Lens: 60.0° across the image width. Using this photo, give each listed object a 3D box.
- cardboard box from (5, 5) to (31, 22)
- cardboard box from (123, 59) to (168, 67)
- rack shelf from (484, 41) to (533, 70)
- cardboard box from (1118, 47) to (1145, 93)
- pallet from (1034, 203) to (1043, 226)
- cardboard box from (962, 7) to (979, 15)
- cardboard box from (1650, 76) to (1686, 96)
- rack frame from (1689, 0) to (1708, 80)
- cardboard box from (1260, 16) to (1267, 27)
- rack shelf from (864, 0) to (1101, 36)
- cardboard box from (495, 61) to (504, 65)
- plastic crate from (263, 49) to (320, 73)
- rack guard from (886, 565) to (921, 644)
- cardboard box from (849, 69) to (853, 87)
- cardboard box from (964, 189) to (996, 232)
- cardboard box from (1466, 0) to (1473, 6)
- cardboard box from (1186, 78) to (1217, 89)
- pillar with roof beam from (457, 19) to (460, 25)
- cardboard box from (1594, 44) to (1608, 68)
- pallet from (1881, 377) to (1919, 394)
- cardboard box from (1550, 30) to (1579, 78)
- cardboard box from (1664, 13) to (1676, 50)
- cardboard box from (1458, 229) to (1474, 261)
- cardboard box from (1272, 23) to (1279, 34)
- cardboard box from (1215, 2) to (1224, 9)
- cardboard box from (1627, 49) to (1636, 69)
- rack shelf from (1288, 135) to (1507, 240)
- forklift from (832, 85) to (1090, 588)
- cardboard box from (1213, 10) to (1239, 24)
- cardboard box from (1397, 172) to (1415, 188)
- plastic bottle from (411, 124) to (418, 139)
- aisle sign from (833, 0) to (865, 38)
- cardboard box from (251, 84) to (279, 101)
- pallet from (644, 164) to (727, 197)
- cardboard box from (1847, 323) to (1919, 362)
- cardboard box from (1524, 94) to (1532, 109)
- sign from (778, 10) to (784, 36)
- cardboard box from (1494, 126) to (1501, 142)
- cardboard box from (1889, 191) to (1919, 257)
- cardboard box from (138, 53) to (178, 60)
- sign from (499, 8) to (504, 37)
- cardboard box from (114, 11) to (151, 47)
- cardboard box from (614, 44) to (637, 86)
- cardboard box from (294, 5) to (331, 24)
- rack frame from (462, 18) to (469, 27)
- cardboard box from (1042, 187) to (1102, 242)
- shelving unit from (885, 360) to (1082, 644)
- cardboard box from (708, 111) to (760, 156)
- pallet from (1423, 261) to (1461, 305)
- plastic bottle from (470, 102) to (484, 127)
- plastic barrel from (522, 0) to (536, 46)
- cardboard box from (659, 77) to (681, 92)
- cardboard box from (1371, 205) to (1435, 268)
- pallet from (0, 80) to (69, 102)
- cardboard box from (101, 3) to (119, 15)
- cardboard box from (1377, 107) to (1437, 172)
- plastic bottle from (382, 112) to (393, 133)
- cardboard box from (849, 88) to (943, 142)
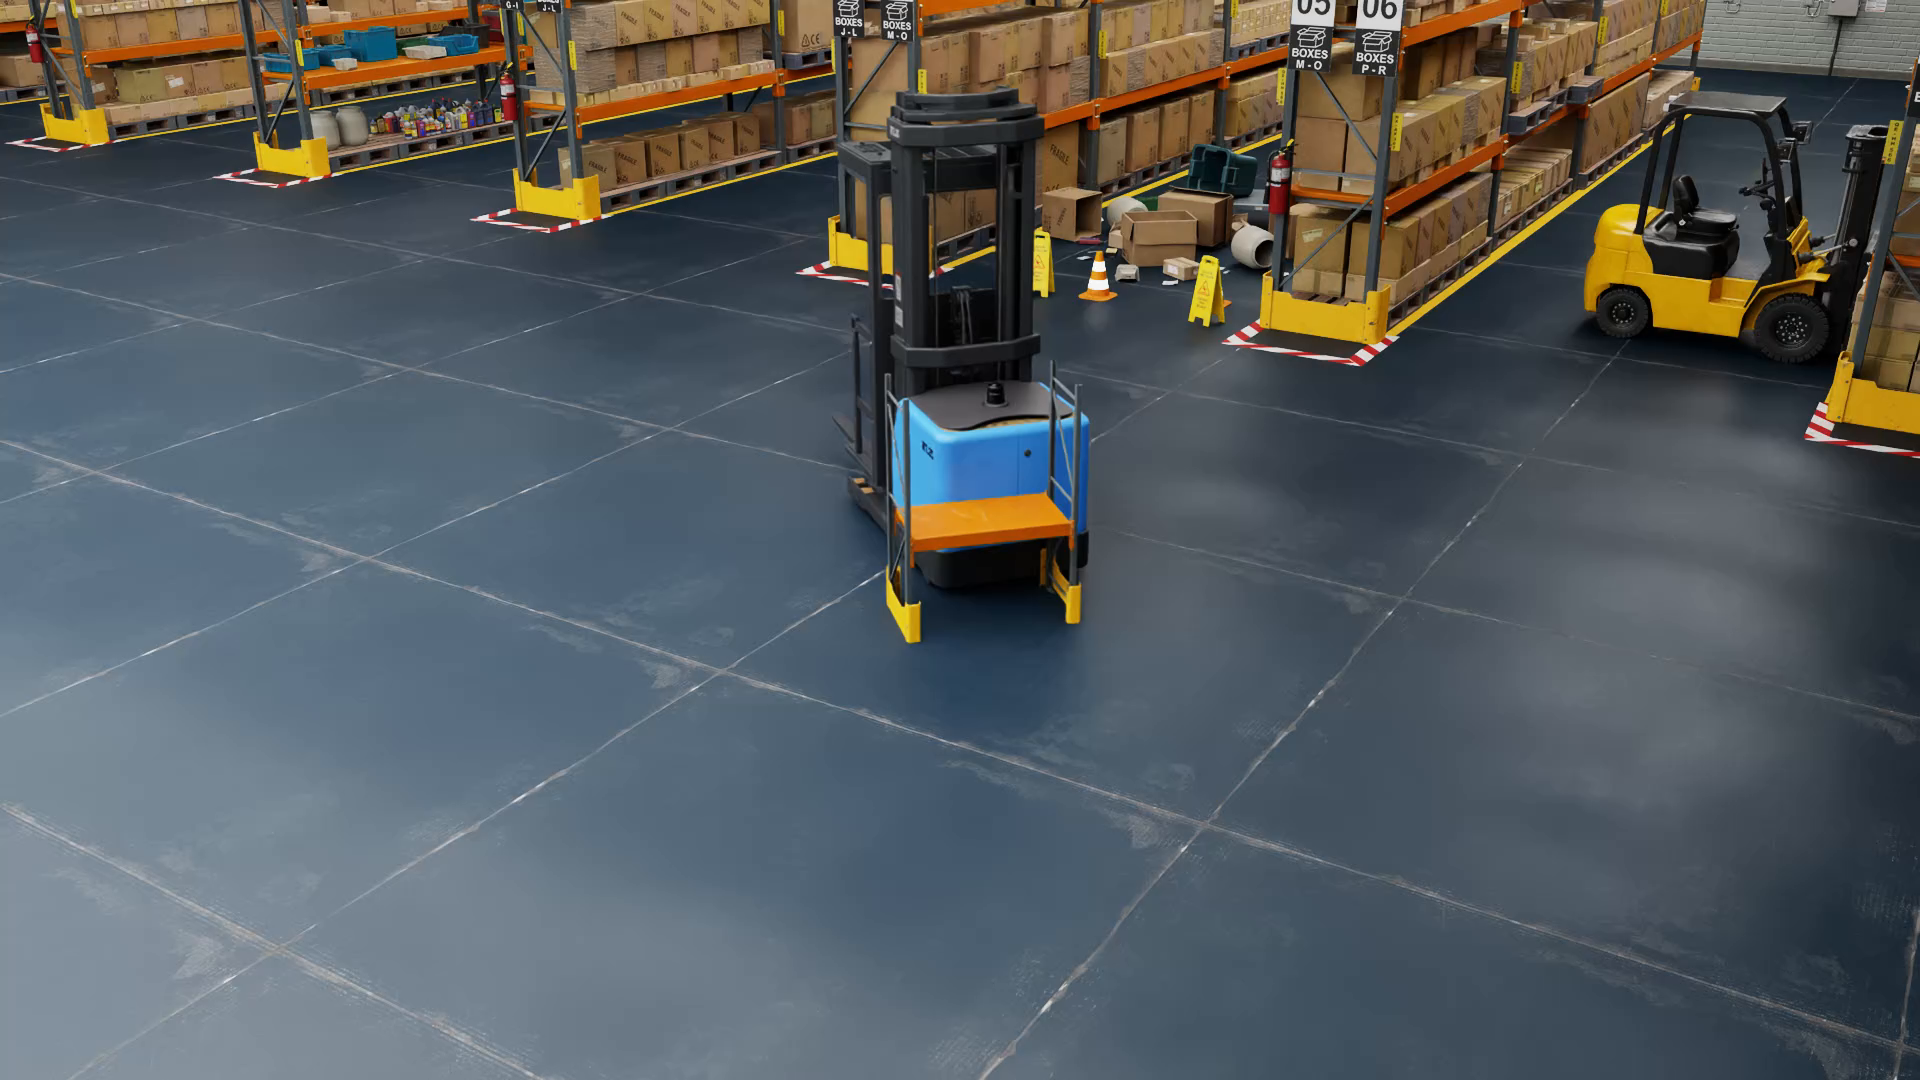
[{"bbox_3d":[-16.309,-9.083,28.620,0.500,0.250,0.500,14,27,29],"label":"cardboard box"},{"bbox_3d":[-12.884,-7.348,26.436,0.500,0.500,0.500,14,27,29],"label":"cardboard box"},{"bbox_3d":[-6.058,-8.144,27.193,1.077,0.370,4.000,14,27,29],"label":"rack shelf"},{"bbox_3d":[2.027,-6.026,21.268,0.500,0.500,0.500,14,27,29],"label":"cardboard box"},{"bbox_3d":[0.787,-4.168,20.613,1.003,0.211,1.213,14,27,29],"label":"pallet"},{"bbox_3d":[-0.038,-8.439,26.843,0.500,0.500,0.500,13,27,28],"label":"cardboard box"},{"bbox_3d":[11.105,-7.198,26.797,0.875,0.438,0.875,15,27,30],"label":"cardboard box"},{"bbox_3d":[11.844,-8.735,27.652,1.000,3.000,0.127,14,27,29],"label":"rack frame"},{"bbox_3d":[4.335,-7.725,24.732,0.380,0.149,0.250,14,27,29],"label":"cardboard box"},{"bbox_3d":[0.200,-6.060,18.601,1.077,0.370,4.000,14,27,29],"label":"rack shelf"},{"bbox_3d":[-8.727,-9.337,31.636,0.500,0.500,0.500,15,28,31],"label":"cardboard box"},{"bbox_3d":[-9.213,-6.613,22.937,0.499,0.251,0.616,14,27,29],"label":"plastic crate"},{"bbox_3d":[-0.342,0.384,10.048,0.087,0.250,0.587,-6,24,-14],"label":"rack guard"},{"bbox_3d":[-1.395,-7.097,25.517,0.500,0.250,0.500,17,29,35],"label":"cardboard box"},{"bbox_3d":[-0.091,-4.096,19.082,0.875,0.875,0.875,13,27,28],"label":"cardboard box"},{"bbox_3d":[4.843,-5.362,16.400,0.380,0.149,0.250,15,27,30],"label":"cardboard box"},{"bbox_3d":[3.503,-6.714,24.657,0.500,0.250,0.500,13,27,28],"label":"cardboard box"},{"bbox_3d":[-8.018,-14.844,34.213,9.100,9.000,0.400,14,27,29],"label":"pillar with roof beam"},{"bbox_3d":[8.101,-6.315,21.621,0.500,0.250,0.500,14,27,29],"label":"cardboard box"},{"bbox_3d":[7.990,-1.283,13.948,1.003,0.211,1.213,14,27,29],"label":"pallet"},{"bbox_3d":[7.091,-5.851,19.961,0.500,0.500,0.500,12,26,25],"label":"cardboard box"},{"bbox_3d":[10.473,-7.703,25.143,0.500,0.500,0.500,14,27,29],"label":"cardboard box"},{"bbox_3d":[5.158,-3.178,17.748,0.500,0.250,0.500,13,27,28],"label":"cardboard box"},{"bbox_3d":[4.609,-7.760,25.187,0.380,0.149,0.250,13,27,27],"label":"cardboard box"},{"bbox_3d":[3.776,-7.994,24.979,0.380,0.149,0.250,14,27,29],"label":"cardboard box"},{"bbox_3d":[9.159,-6.774,23.311,0.500,0.250,0.500,13,27,28],"label":"cardboard box"},{"bbox_3d":[4.459,-3.680,16.880,1.077,0.370,4.000,14,27,29],"label":"rack shelf"},{"bbox_3d":[-0.160,-1.602,11.262,1.130,2.935,3.031,-8,25,-18],"label":"forklift"},{"bbox_3d":[3.776,-7.505,23.850,0.380,0.149,0.250,14,27,29],"label":"cardboard box"},{"bbox_3d":[4.089,-3.452,15.764,0.380,0.149,0.250,13,27,27],"label":"cardboard box"},{"bbox_3d":[-7.948,-5.949,24.184,0.097,0.201,0.097,0,23,0],"label":"plastic bottle"},{"bbox_3d":[-1.147,-5.570,17.069,0.394,0.787,0.004,14,27,29],"label":"aisle sign"},{"bbox_3d":[-11.651,-7.401,27.502,0.500,0.250,0.500,14,27,29],"label":"cardboard box"},{"bbox_3d":[-3.872,-4.834,22.152,1.003,0.211,1.213,14,27,29],"label":"pallet"},{"bbox_3d":[7.614,-1.686,13.672,0.500,0.250,0.500,13,27,28],"label":"cardboard box"},{"bbox_3d":[6.213,-4.965,18.731,0.380,0.149,0.250,14,27,30],"label":"cardboard box"},{"bbox_3d":[-2.440,-7.048,22.665,0.100,0.325,0.005,14,27,29],"label":"sign"},{"bbox_3d":[5.603,-4.397,17.948,0.380,0.149,0.250,14,27,28],"label":"cardboard box"},{"bbox_3d":[7.659,-2.563,13.269,0.500,0.500,0.500,13,27,28],"label":"cardboard box"},{"bbox_3d":[-15.156,-9.182,31.278,0.700,0.500,0.500,15,28,31],"label":"cardboard box"},{"bbox_3d":[-5.476,-6.211,19.966,0.100,0.325,0.005,14,27,29],"label":"sign"},{"bbox_3d":[-12.899,-7.868,25.523,0.700,0.500,0.500,15,27,30],"label":"cardboard box"},{"bbox_3d":[-4.540,-5.968,20.759,0.875,0.500,0.500,14,27,29],"label":"cardboard box"},{"bbox_3d":[-11.097,-8.945,28.327,0.500,0.250,0.500,16,28,32],"label":"cardboard box"},{"bbox_3d":[-11.310,-12.576,36.524,1.000,3.000,0.127,14,27,29],"label":"rack frame"},{"bbox_3d":[1.308,-3.803,19.403,0.500,0.500,0.500,20,30,38],"label":"cardboard box"},{"bbox_3d":[4.062,-3.217,16.416,12.386,1.800,12.335,-6,24,-14],"label":"shelving unit"},{"bbox_3d":[-3.150,-5.681,23.214,0.500,0.500,0.500,13,27,27],"label":"cardboard box"},{"bbox_3d":[4.547,-2.758,17.355,1.003,0.211,1.213,14,27,29],"label":"pallet"},{"bbox_3d":[-7.309,-6.443,25.139,0.144,0.351,0.185,12,26,26],"label":"plastic bottle"},{"bbox_3d":[-6.652,-8.097,25.546,0.600,0.901,0.708,14,27,29],"label":"plastic barrel"},{"bbox_3d":[-3.789,-5.828,21.254,0.380,0.149,0.250,14,27,29],"label":"cardboard box"},{"bbox_3d":[4.348,-3.010,16.415,0.500,0.500,0.500,13,26,27],"label":"cardboard box"},{"bbox_3d":[-16.497,-7.949,29.345,1.003,0.211,1.213,14,27,29],"label":"pallet"},{"bbox_3d":[-12.903,-8.009,25.033,0.380,0.149,0.250,13,27,28],"label":"cardboard box"},{"bbox_3d":[4.160,-3.794,15.739,0.500,0.500,0.500,15,27,31],"label":"cardboard box"},{"bbox_3d":[-8.471,-6.193,24.654,0.152,0.276,0.135,14,27,29],"label":"plastic bottle"},{"bbox_3d":[-0.698,-4.542,17.777,0.875,0.550,0.550,14,27,29],"label":"cardboard box"}]
